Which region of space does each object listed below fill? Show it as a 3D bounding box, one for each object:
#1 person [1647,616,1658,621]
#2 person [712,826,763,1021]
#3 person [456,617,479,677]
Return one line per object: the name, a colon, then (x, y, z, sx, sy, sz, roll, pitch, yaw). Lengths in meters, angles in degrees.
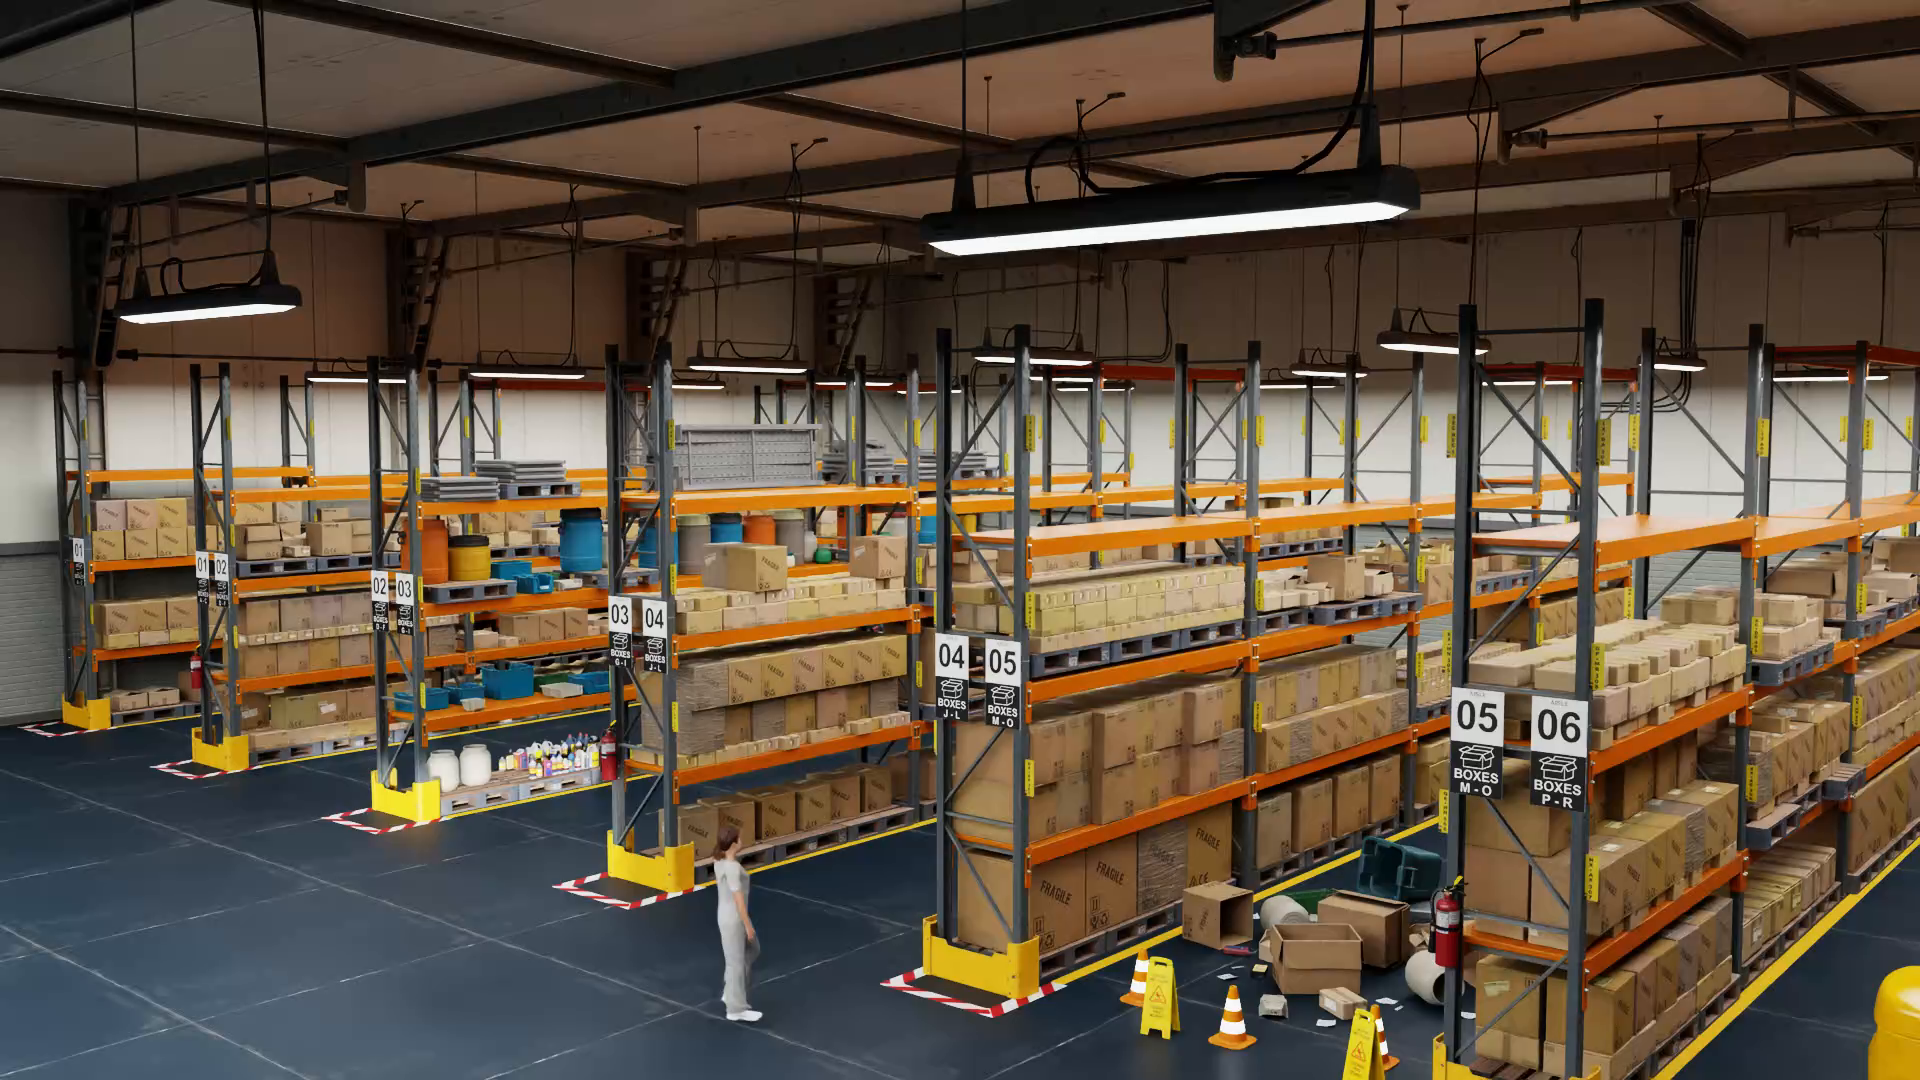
person: (12.246, 2.189, 29.364, 0.877, 1.694, 0.547, 3, 5, 32)
person: (-1.924, 3.299, 14.347, 0.424, 1.693, 0.474, 0, 4, -7)
person: (-8.943, 2.190, 30.163, 0.390, 1.566, 0.440, -1, 4, -16)
